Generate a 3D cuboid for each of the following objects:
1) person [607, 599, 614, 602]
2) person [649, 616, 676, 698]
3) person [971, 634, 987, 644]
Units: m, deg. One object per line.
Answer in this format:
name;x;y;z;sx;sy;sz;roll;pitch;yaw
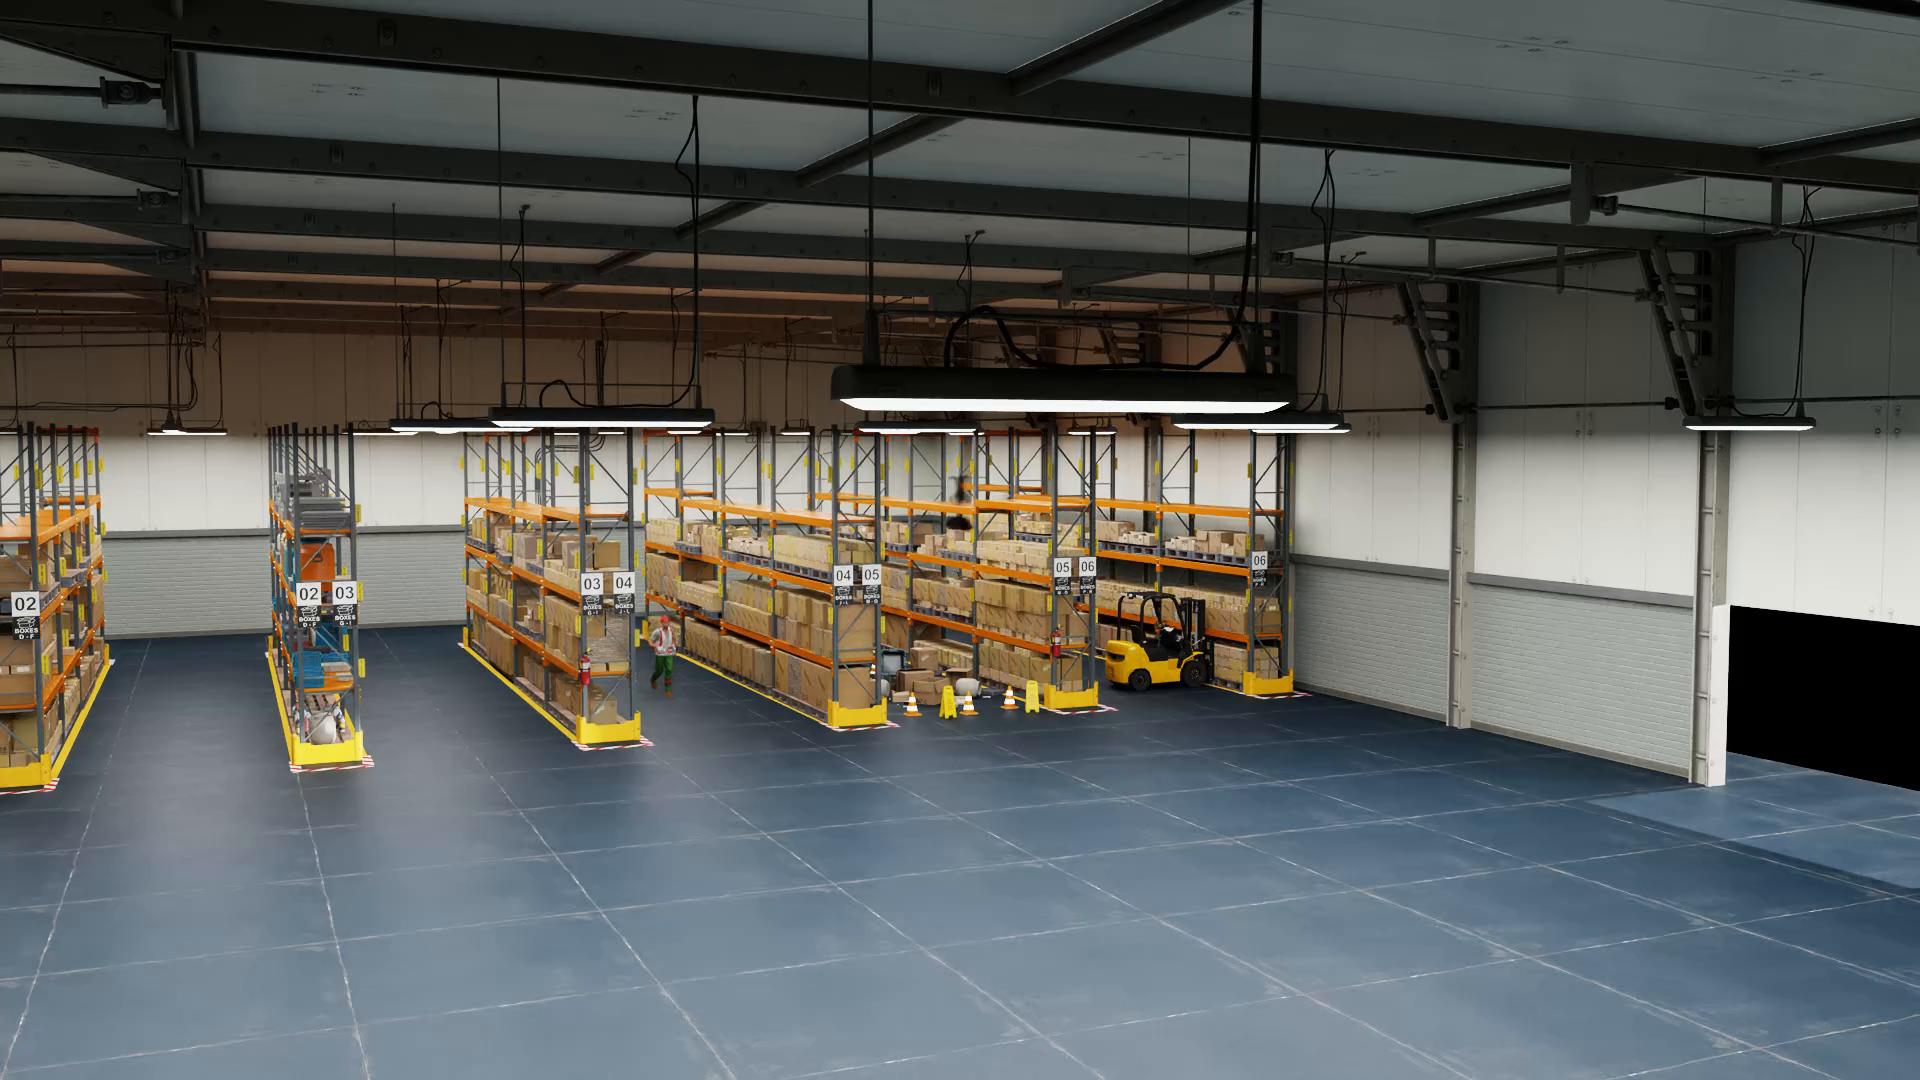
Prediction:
person;-9.517;2.172;45.665;0.595;1.616;0.828;-1;4;-12
person;-6.617;2.570;37.033;0.684;1.775;1.026;-3;4;-38
person;0.540;2.243;43.532;0.672;1.738;0.813;-2;4;-30
